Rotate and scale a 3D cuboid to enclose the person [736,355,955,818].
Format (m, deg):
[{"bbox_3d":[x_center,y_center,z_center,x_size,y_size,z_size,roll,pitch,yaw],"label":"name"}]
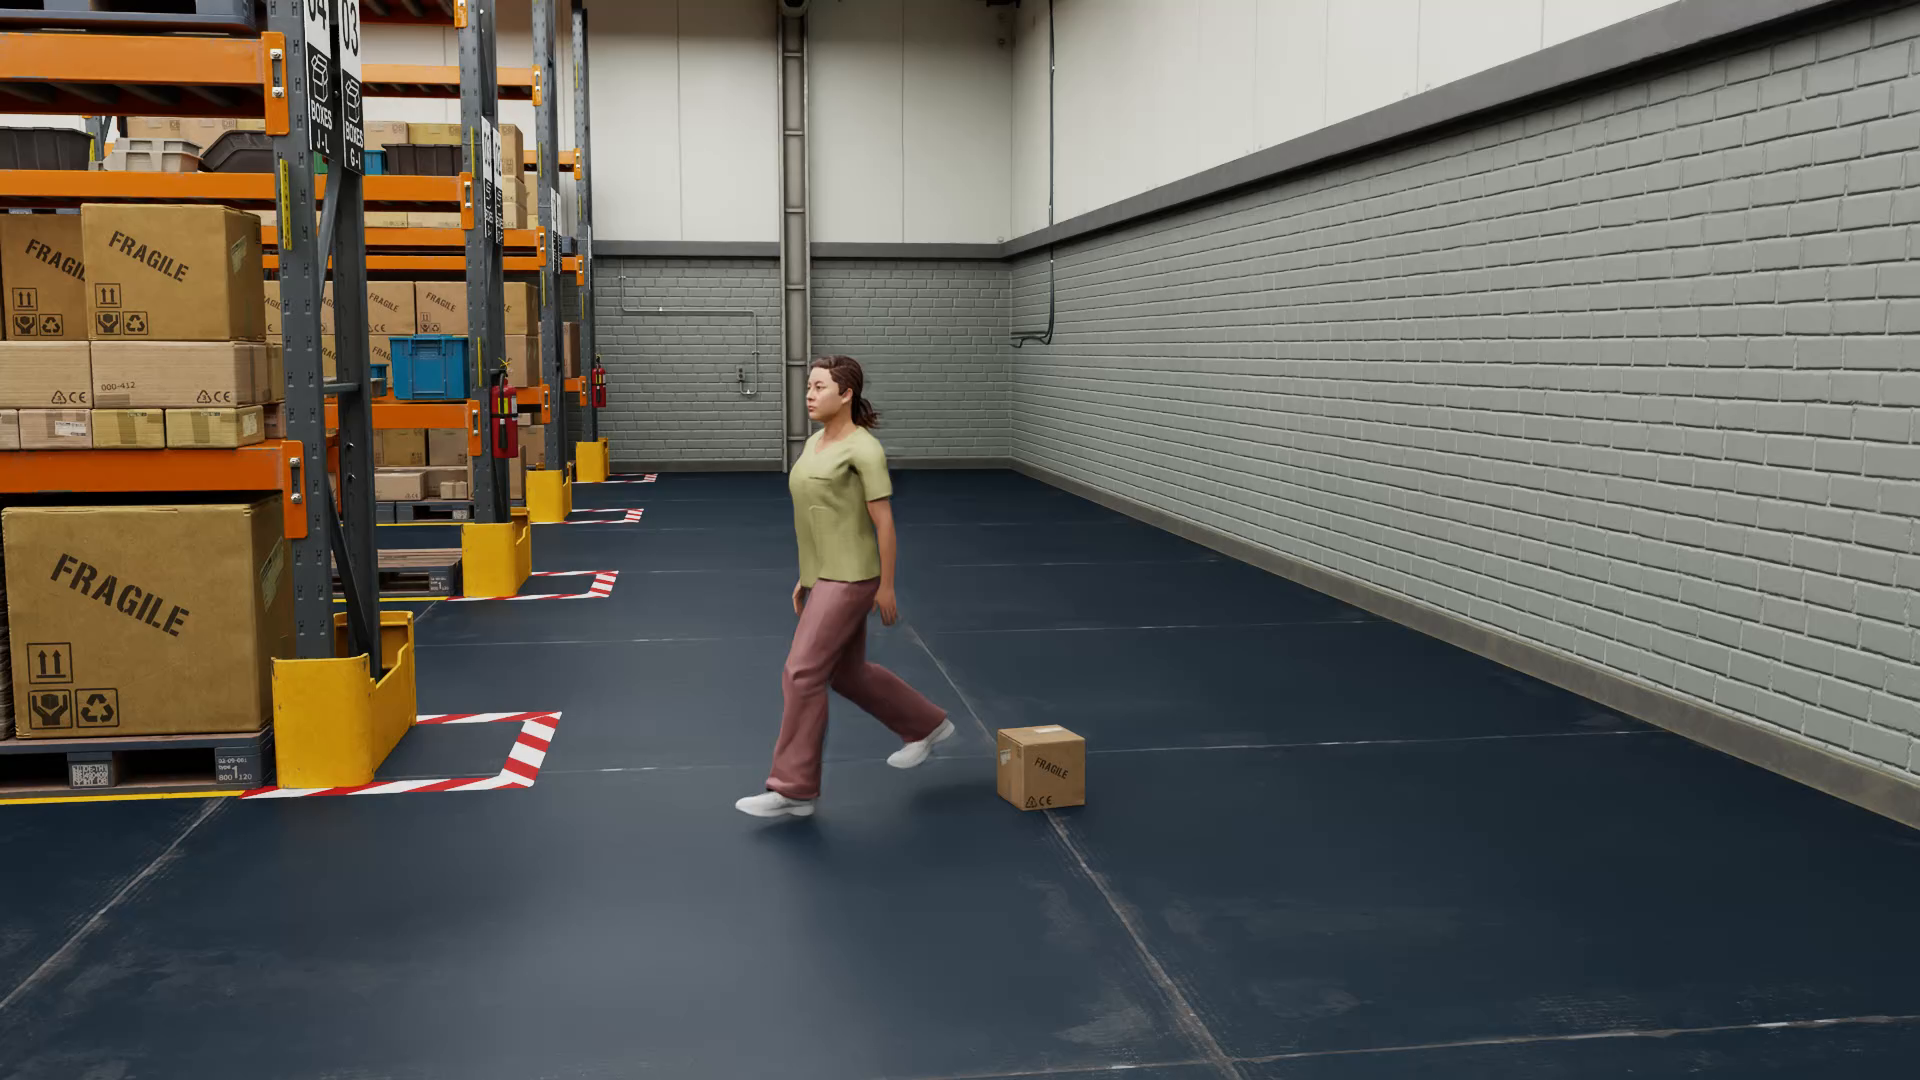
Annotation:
[{"bbox_3d":[-0.401,0.148,6.040,0.974,1.631,0.441,-4,8,-32],"label":"person"}]
